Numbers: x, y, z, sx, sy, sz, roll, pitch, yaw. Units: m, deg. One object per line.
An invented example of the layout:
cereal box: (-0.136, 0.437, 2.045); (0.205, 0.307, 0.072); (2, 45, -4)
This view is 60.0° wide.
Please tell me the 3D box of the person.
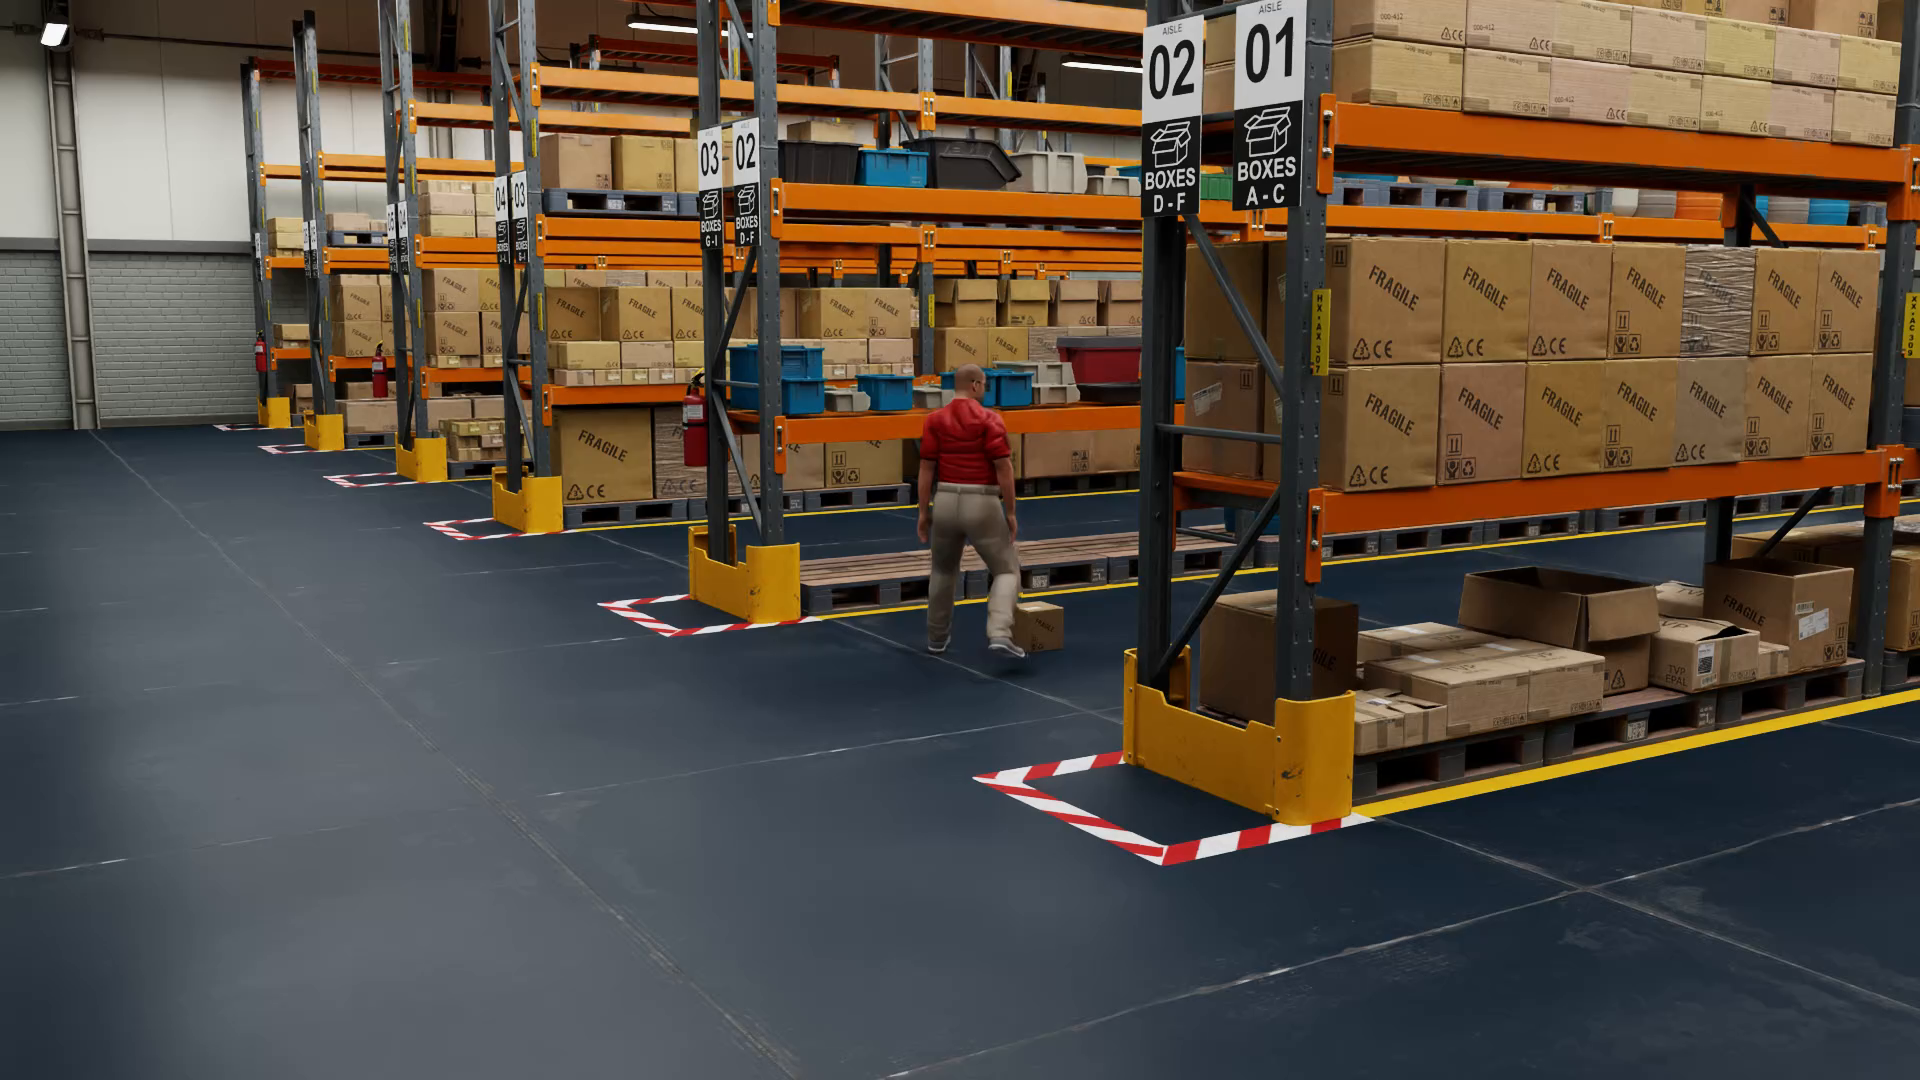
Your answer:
person: (0.062, -0.154, 9.501); (0.770, 1.700, 0.729); (4, 9, 23)
